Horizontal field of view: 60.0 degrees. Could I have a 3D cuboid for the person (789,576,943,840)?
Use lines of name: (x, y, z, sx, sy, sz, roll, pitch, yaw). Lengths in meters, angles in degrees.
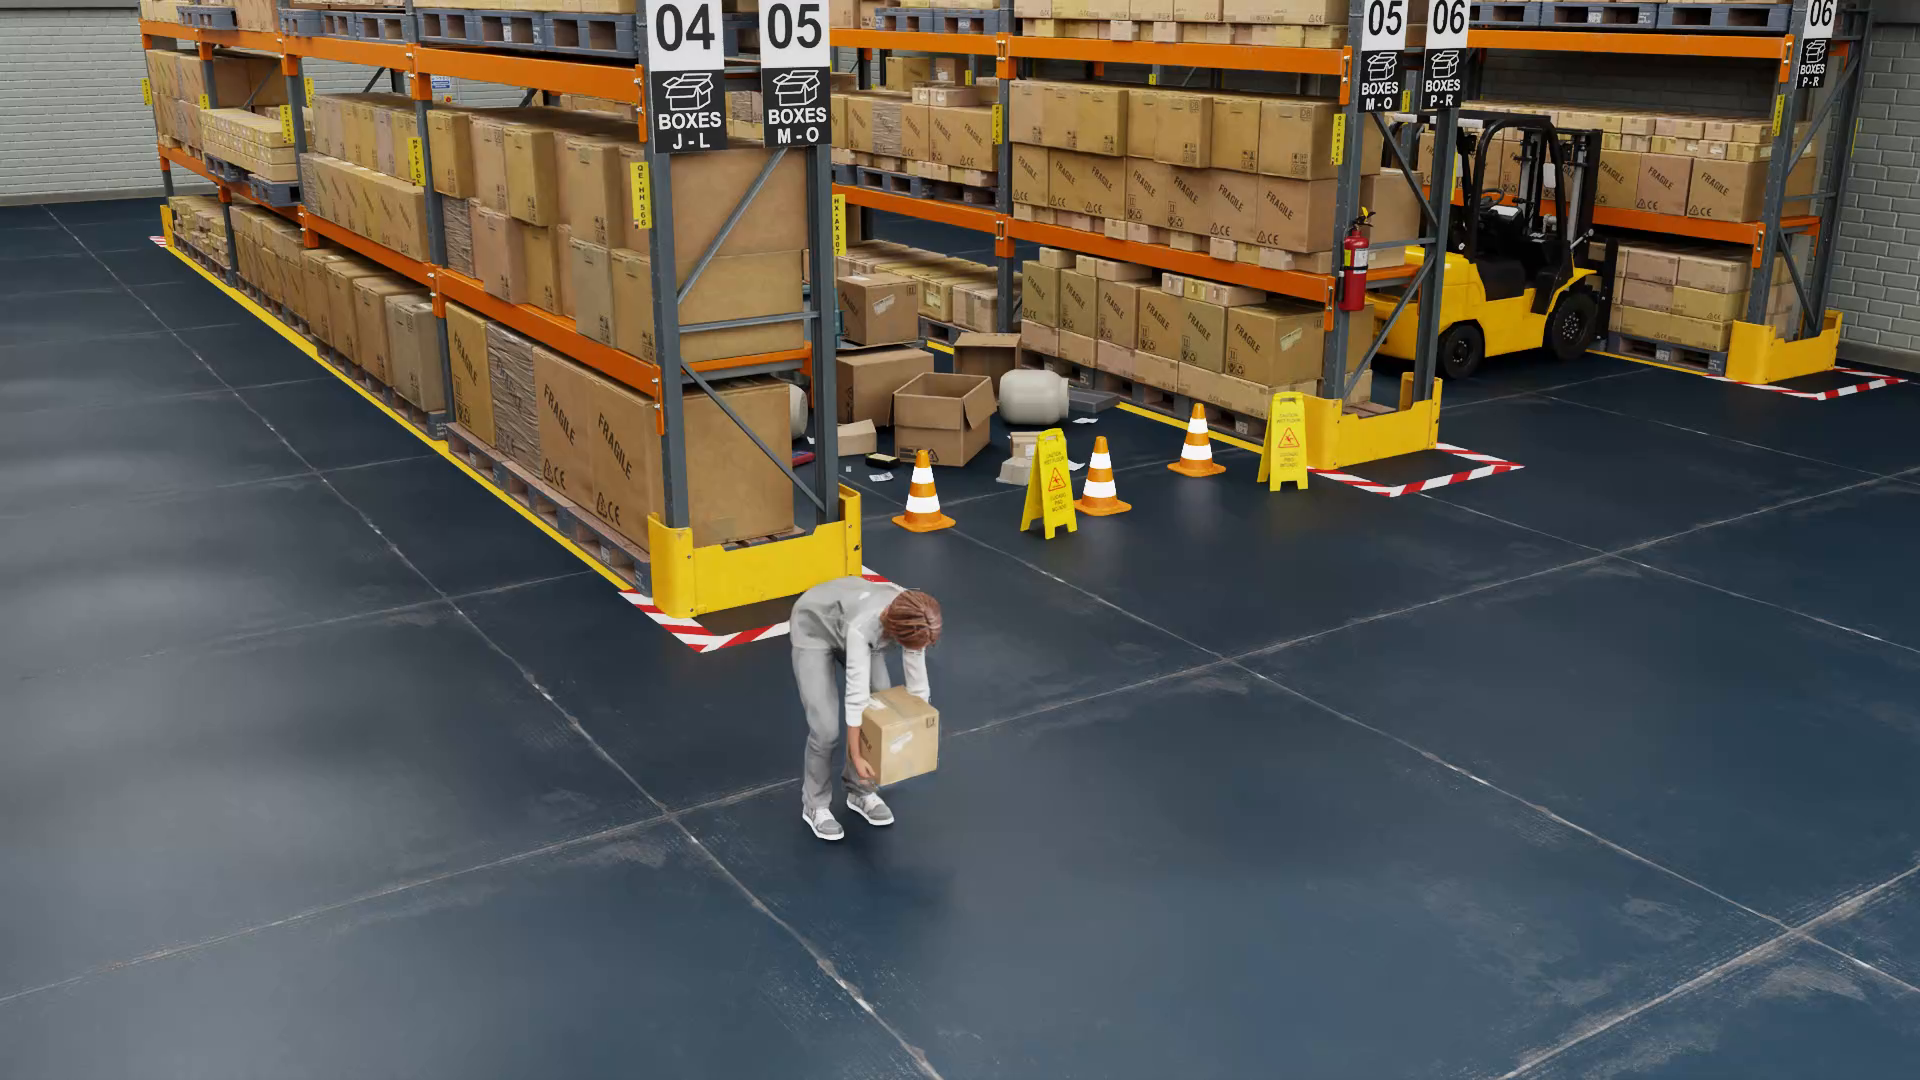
person: (-0.342, 0.651, 6.350, 0.385, 1.136, 0.848, -12, 22, -33)
